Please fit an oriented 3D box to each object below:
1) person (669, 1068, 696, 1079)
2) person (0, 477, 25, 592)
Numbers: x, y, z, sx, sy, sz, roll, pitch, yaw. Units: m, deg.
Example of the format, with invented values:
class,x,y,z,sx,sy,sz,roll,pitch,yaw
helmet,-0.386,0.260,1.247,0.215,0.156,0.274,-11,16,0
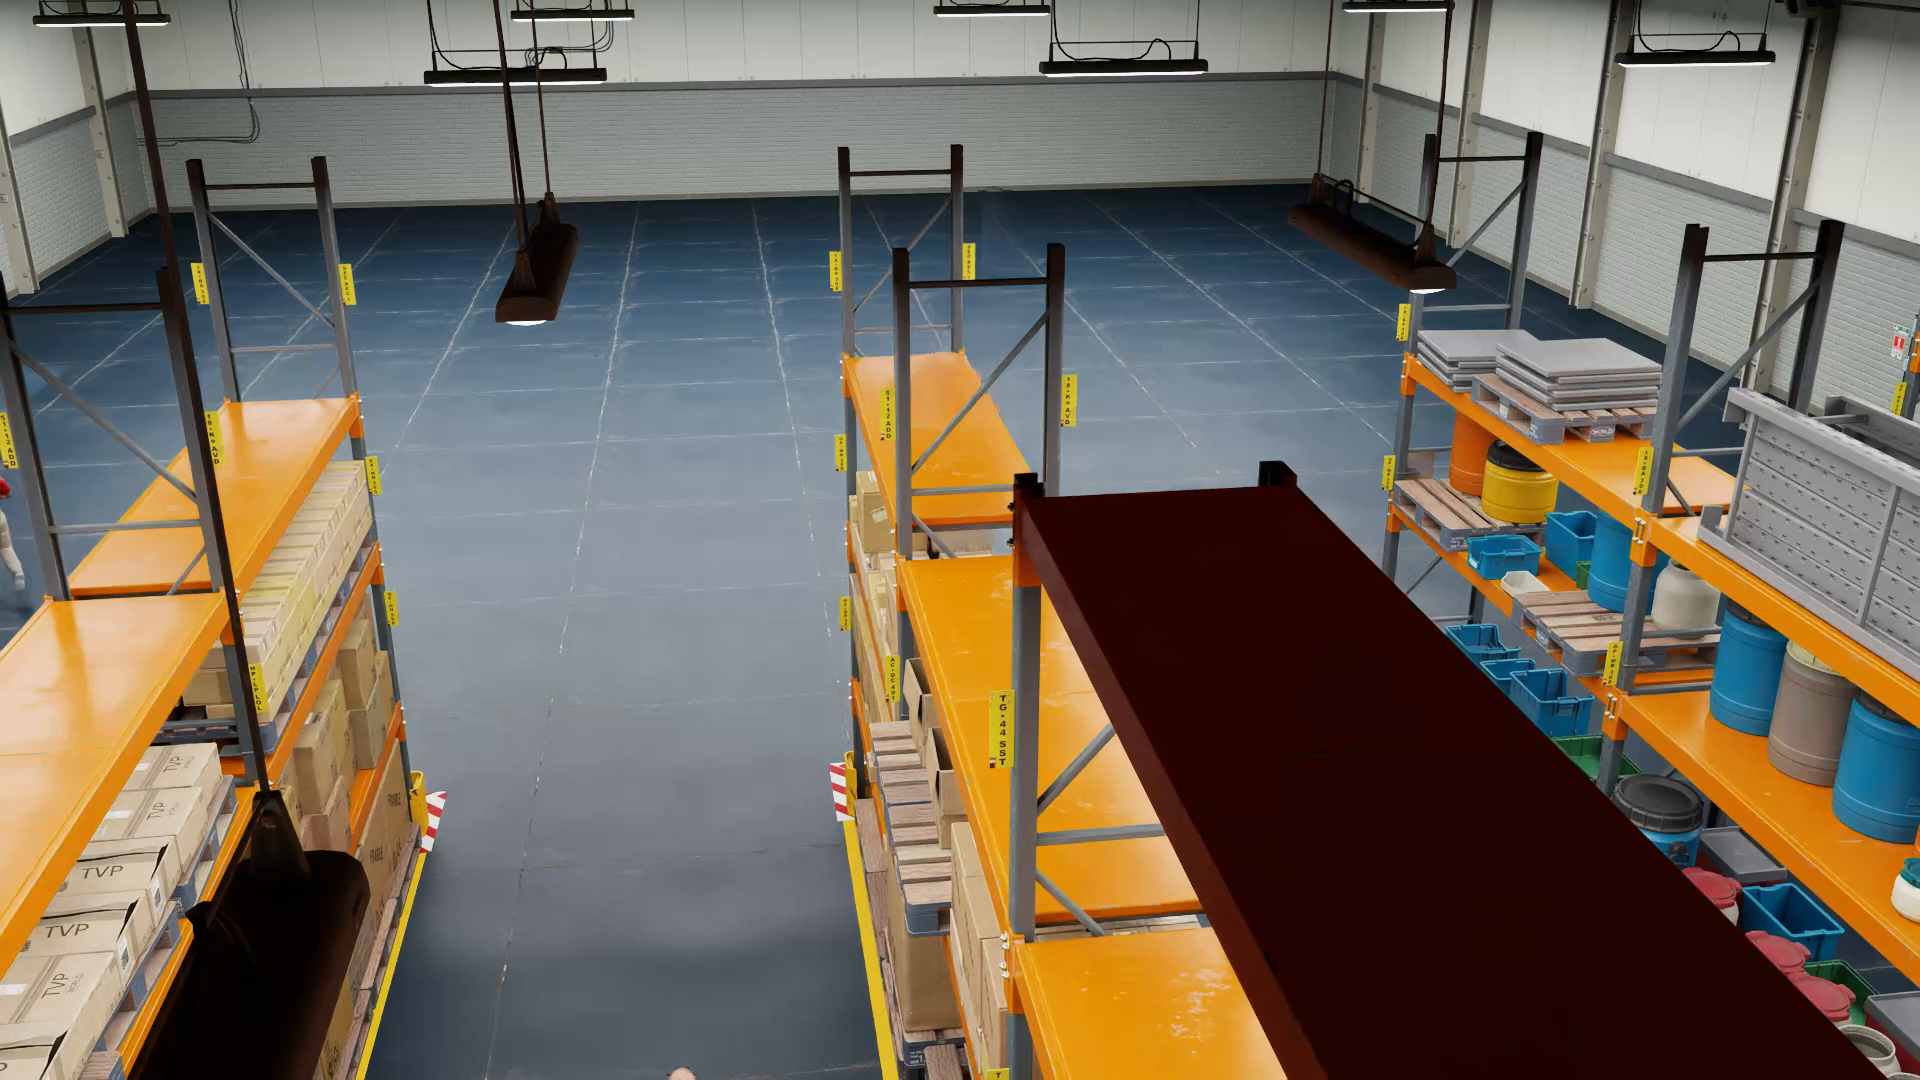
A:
class,x,y,z,sx,sy,sz,roll,pitch,yaw
person,-1.597,3.799,9.755,0.670,1.692,0.824,-5,22,-13
person,-11.536,-0.180,19.731,0.960,1.692,0.668,19,28,40
